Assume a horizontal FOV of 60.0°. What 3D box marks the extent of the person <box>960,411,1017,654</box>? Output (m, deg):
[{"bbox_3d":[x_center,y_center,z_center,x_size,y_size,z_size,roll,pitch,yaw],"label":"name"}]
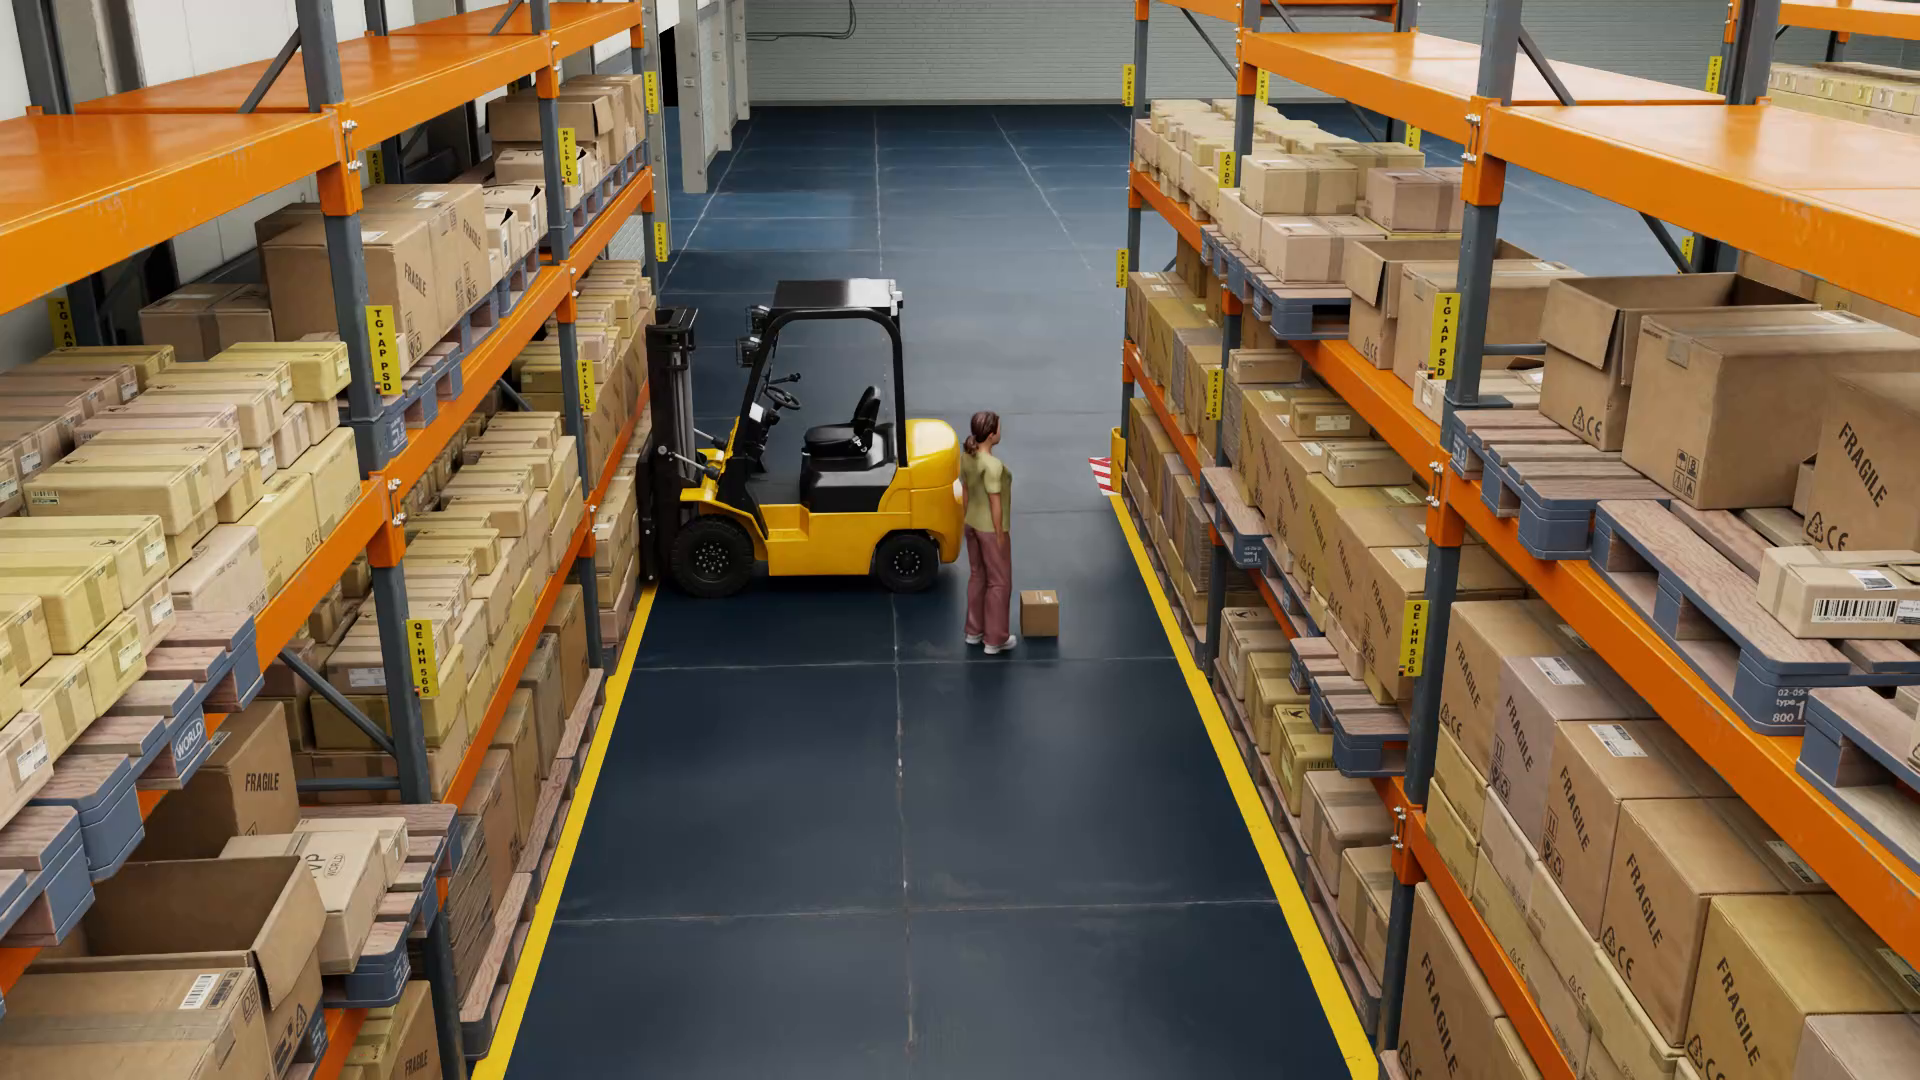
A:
[{"bbox_3d":[0.183,-0.067,11.270,0.373,1.674,0.447,-12,23,-28],"label":"person"}]
